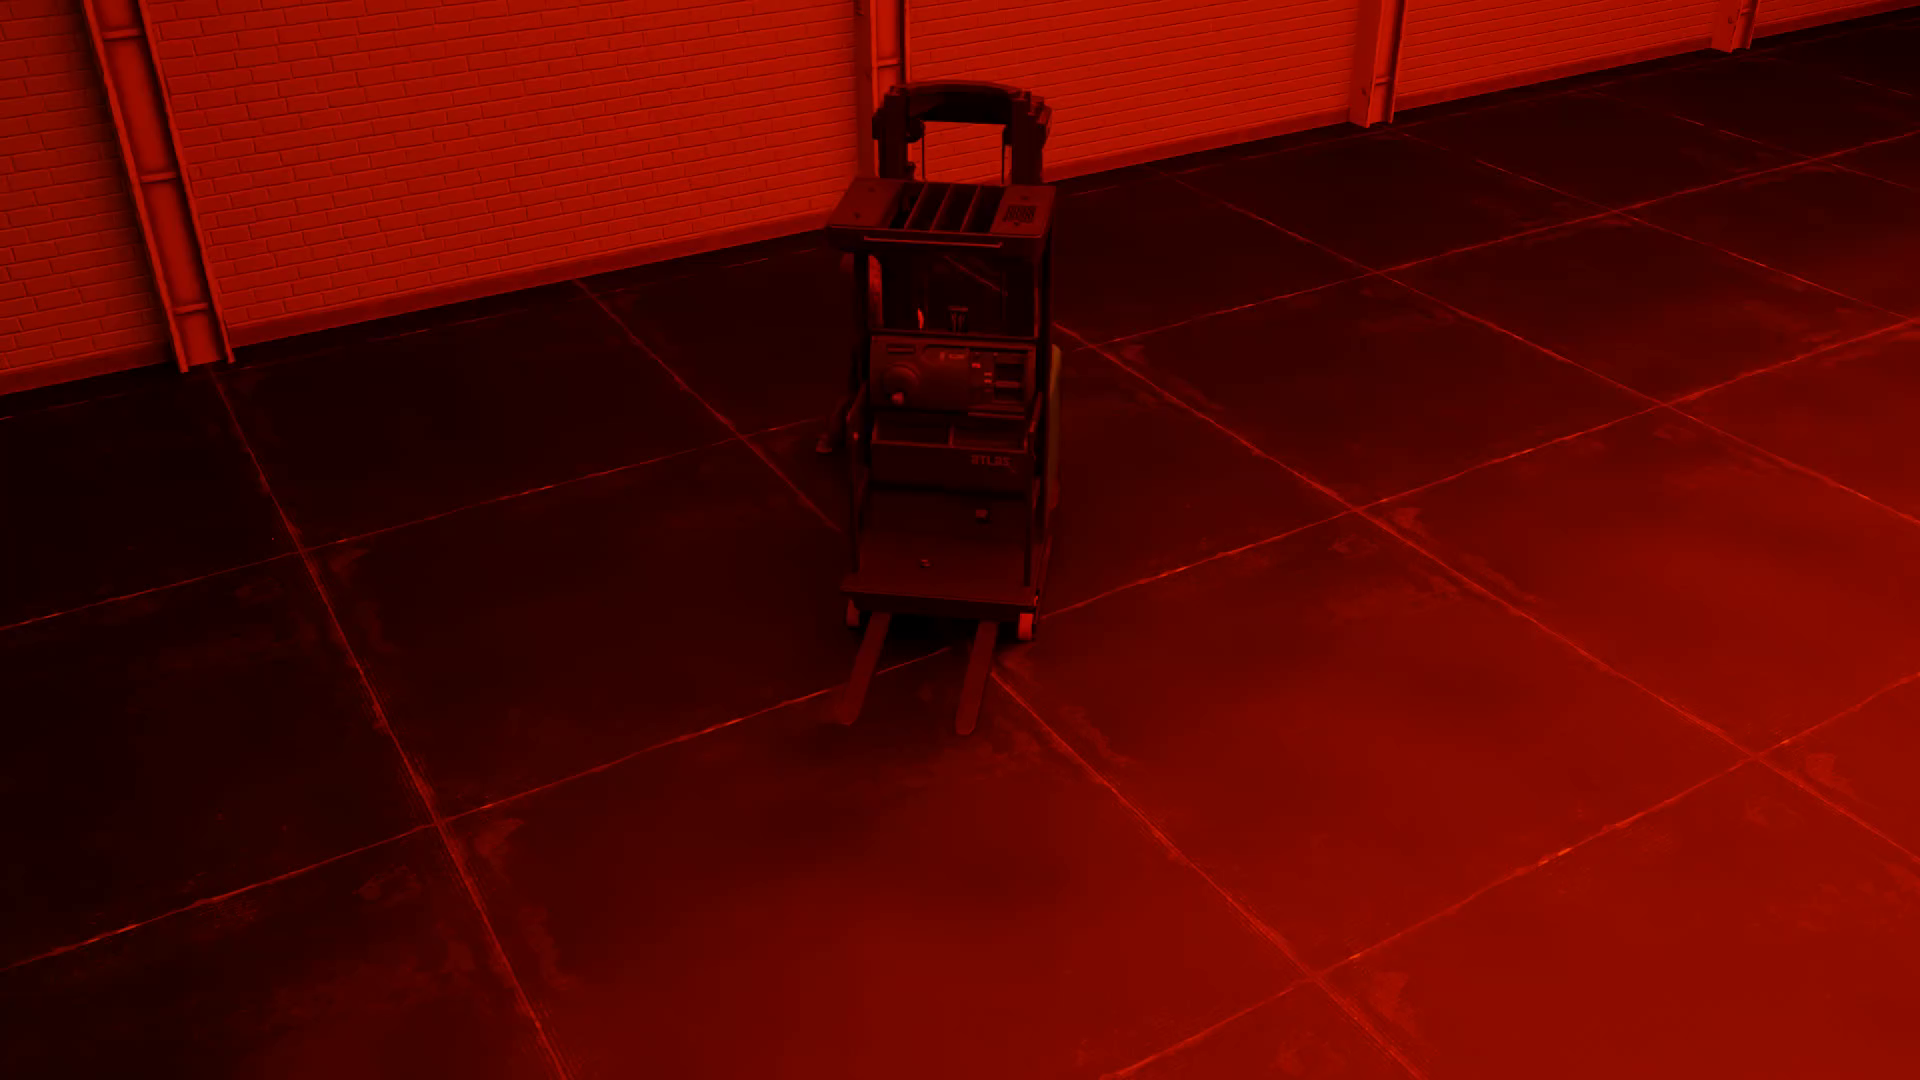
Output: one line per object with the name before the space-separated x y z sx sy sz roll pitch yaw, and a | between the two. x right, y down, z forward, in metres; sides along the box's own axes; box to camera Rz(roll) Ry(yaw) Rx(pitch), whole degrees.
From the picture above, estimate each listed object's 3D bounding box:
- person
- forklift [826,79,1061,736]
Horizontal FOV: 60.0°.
person | -0.533 -1.318 11.058 0.803 1.701 0.747 -18 35 -27
forklift | -0.072 -0.871 9.102 1.130 2.935 3.031 4 31 7
